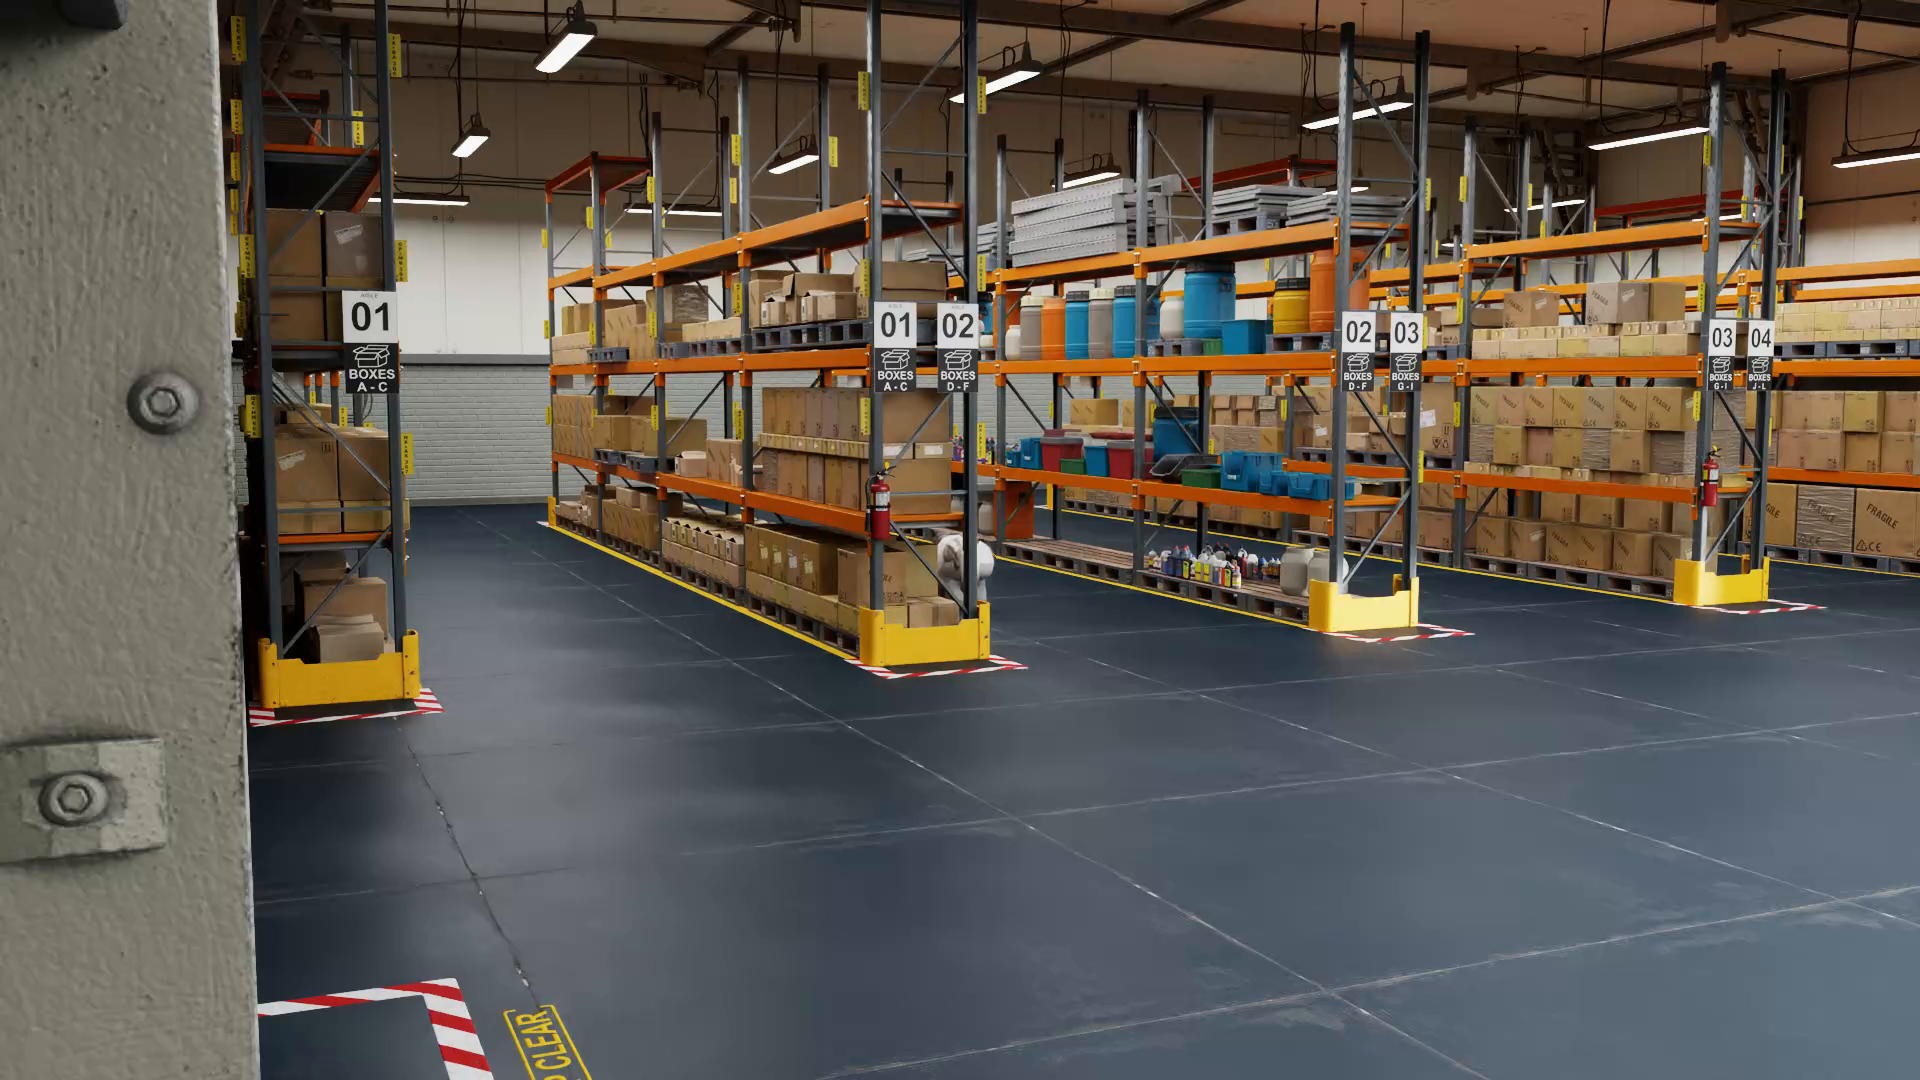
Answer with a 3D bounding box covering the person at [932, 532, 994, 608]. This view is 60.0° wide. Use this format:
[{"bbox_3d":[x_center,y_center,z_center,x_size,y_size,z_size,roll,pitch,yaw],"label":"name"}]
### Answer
[{"bbox_3d":[0.005,0.348,18.713,0.527,0.822,1.019,-3,6,-25],"label":"person"}]
